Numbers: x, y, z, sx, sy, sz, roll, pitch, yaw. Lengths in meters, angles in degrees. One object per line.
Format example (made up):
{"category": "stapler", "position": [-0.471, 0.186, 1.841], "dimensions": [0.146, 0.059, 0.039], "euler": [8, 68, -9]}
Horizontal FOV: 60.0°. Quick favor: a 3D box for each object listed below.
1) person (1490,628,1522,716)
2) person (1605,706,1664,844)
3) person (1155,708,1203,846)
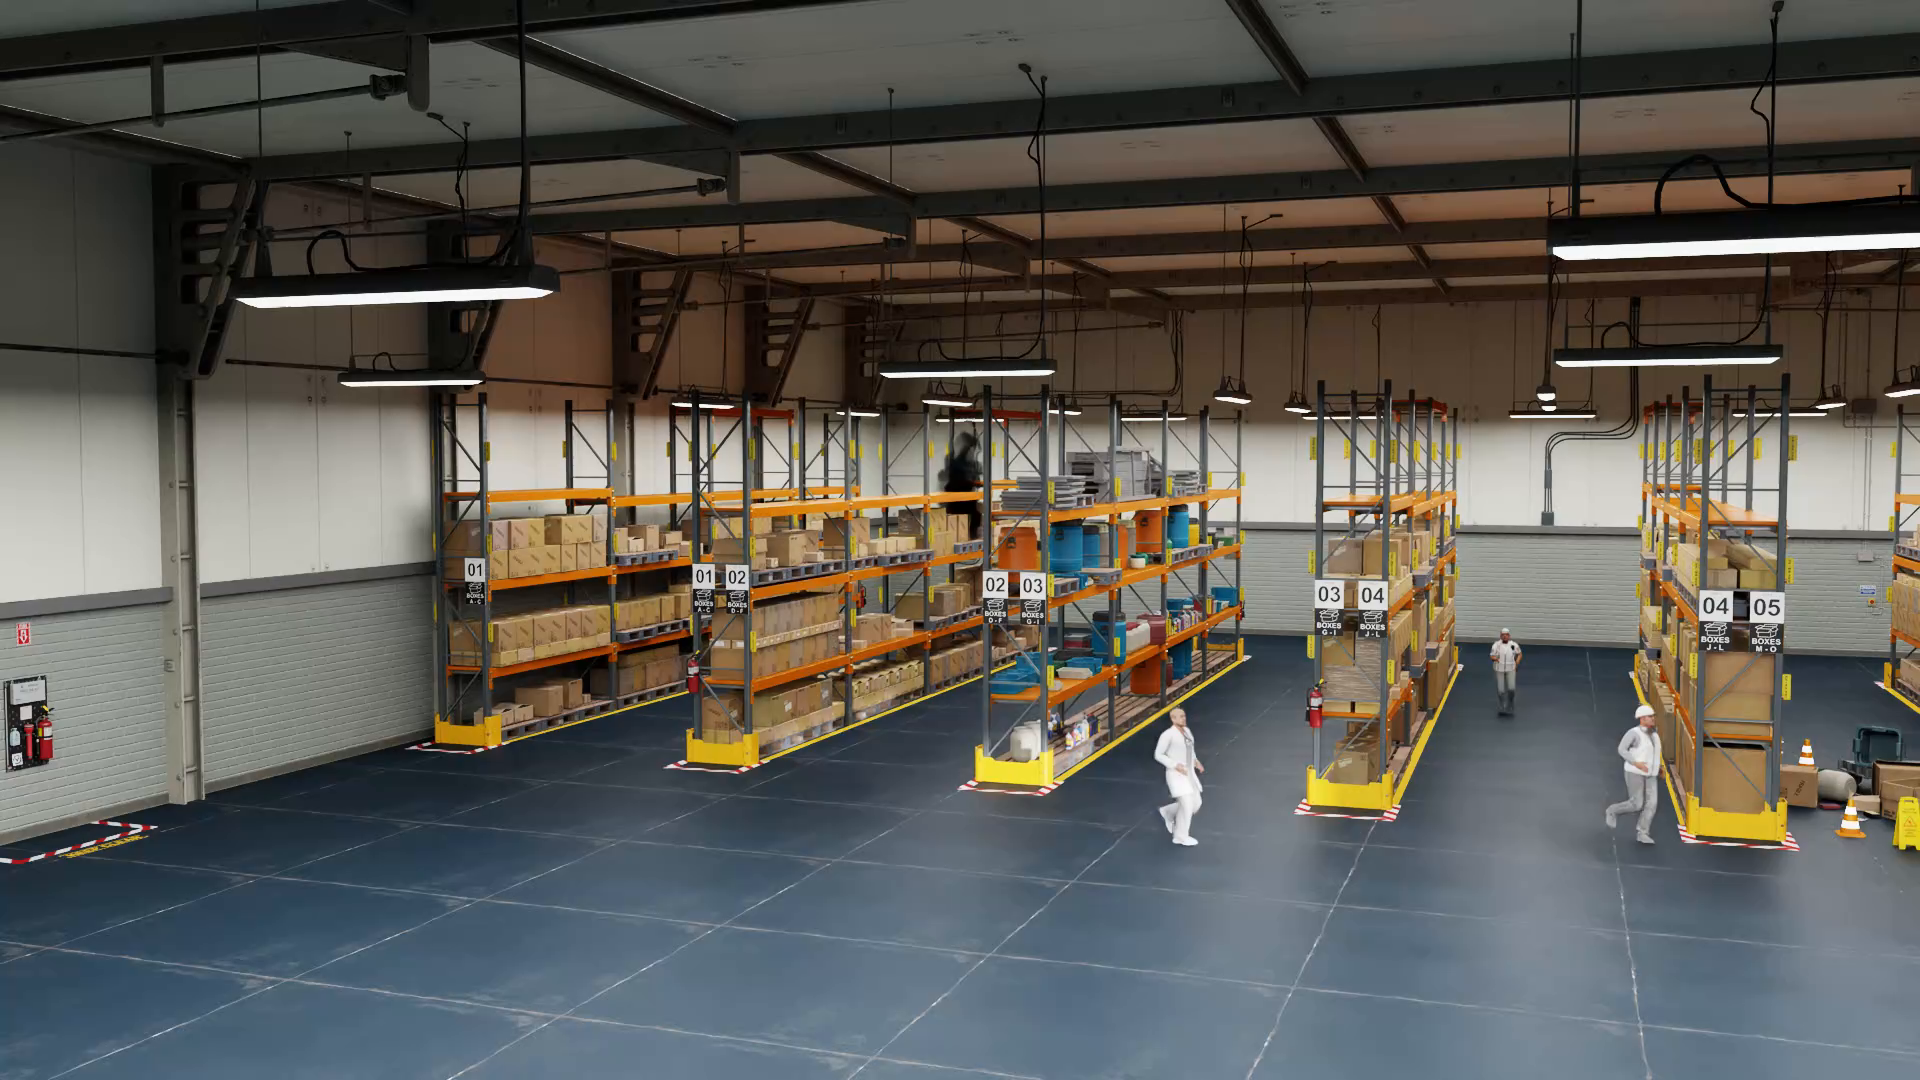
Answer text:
{"category": "person", "position": [10.348, 2.505, 31.537], "dimensions": [0.571, 1.660, 0.665], "euler": [1, 3, 20]}
{"category": "person", "position": [8.808, 3.003, 21.485], "dimensions": [0.703, 1.735, 0.767], "euler": [-1, 3, -22]}
{"category": "person", "position": [2.772, 3.004, 21.219], "dimensions": [0.706, 1.724, 0.670], "euler": [-3, 4, -44]}
